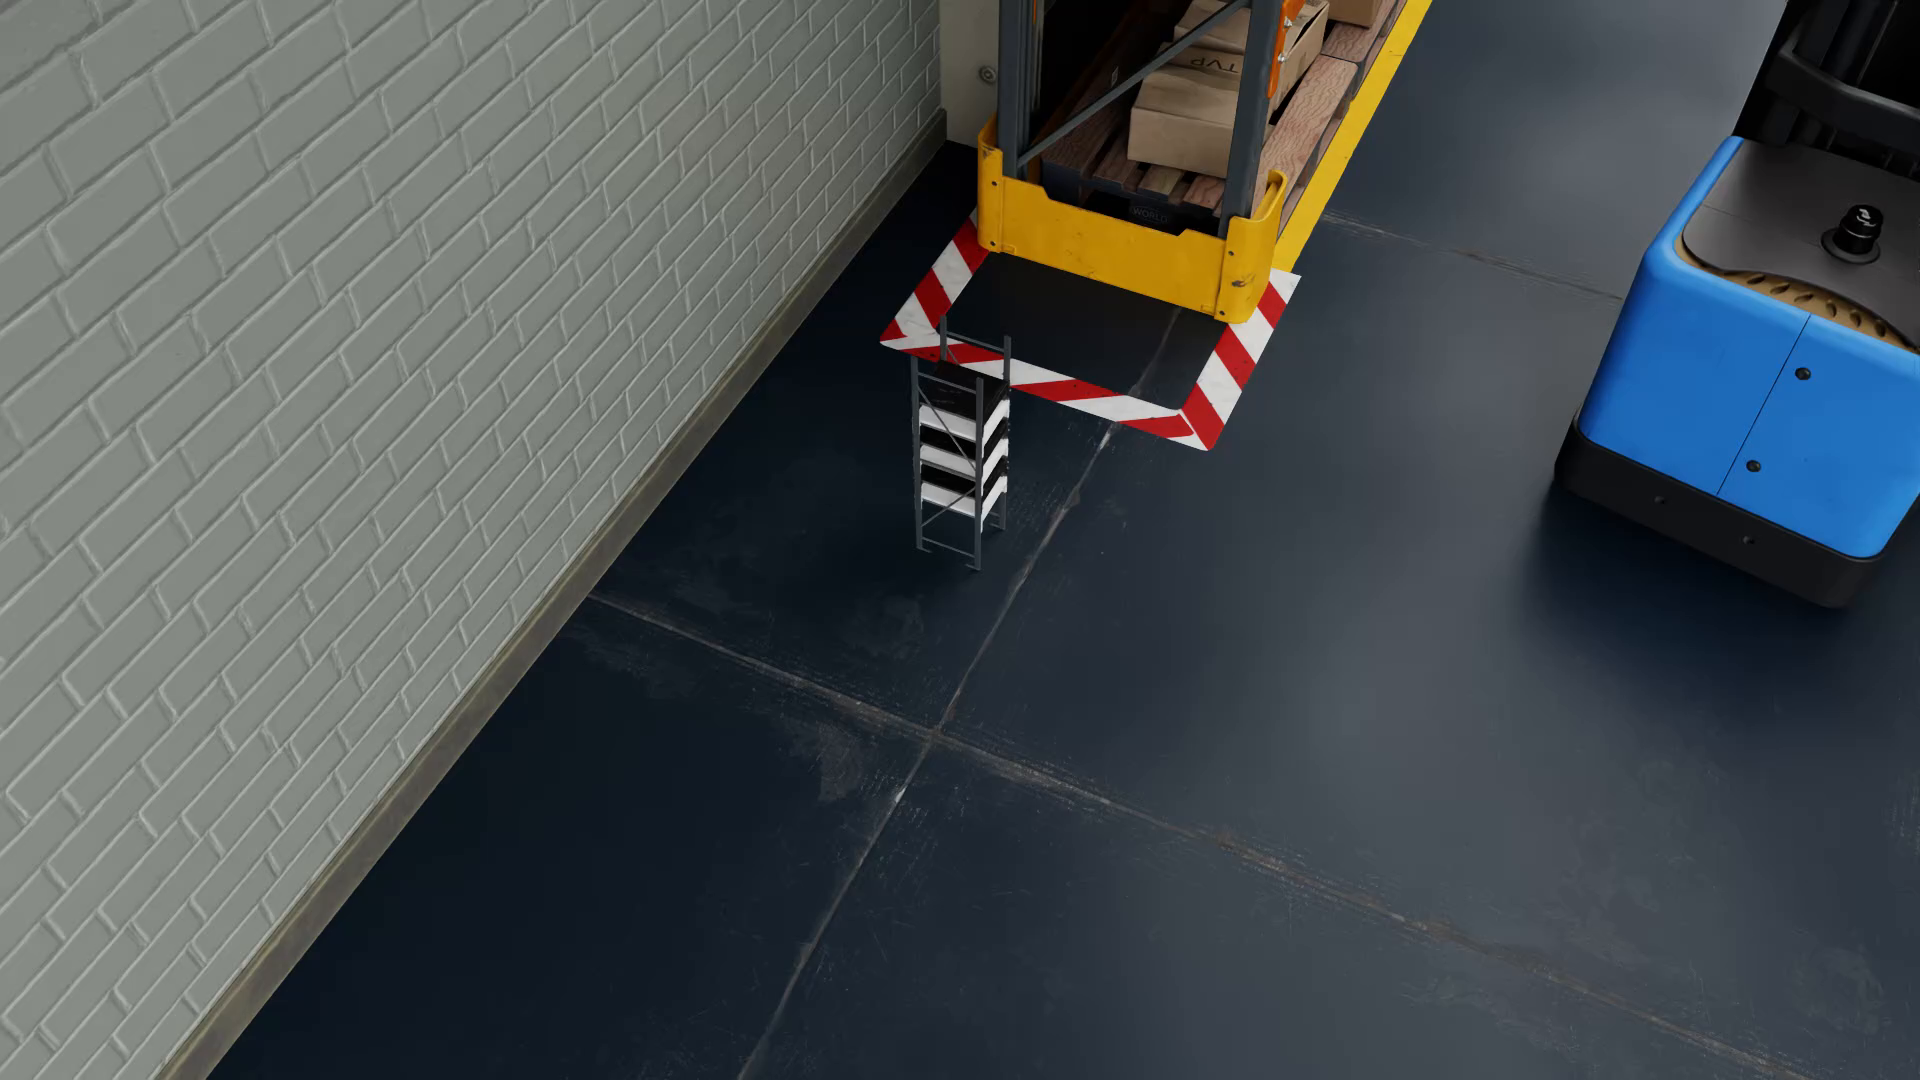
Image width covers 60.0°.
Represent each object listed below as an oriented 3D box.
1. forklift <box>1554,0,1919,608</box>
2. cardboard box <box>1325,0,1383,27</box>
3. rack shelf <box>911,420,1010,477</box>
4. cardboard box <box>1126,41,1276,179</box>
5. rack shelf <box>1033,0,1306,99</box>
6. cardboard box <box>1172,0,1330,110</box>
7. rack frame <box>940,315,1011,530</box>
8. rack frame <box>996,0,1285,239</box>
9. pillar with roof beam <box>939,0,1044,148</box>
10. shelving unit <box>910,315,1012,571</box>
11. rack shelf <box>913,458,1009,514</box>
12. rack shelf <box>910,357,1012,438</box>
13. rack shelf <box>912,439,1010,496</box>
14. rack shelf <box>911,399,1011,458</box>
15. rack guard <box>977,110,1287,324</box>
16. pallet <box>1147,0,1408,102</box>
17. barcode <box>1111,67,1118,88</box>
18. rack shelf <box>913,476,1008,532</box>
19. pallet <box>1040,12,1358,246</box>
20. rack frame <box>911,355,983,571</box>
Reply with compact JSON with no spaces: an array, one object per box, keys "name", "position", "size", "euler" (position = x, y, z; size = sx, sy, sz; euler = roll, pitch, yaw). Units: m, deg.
[{"name":"forklift","position":[3.363,-1.816,5.371],"size":[1.130,2.935,3.031],"euler":[29,55,22]},{"name":"cardboard box","position":[1.596,-2.712,7.441],"size":[0.700,0.500,0.500],"euler":[17,52,14]},{"name":"rack shelf","position":[0.003,-0.334,5.369],"size":[0.258,0.077,0.200],"euler":[20,52,16]},{"name":"cardboard box","position":[0.994,-1.770,6.763],"size":[0.500,0.311,0.500],"euler":[14,51,12]},{"name":"rack shelf","position":[1.471,-3.195,6.972],"size":[1.077,0.370,4.000],"euler":[20,52,16]},{"name":"cardboard box","position":[1.237,-2.162,7.097],"size":[0.500,0.311,0.500],"euler":[24,54,19]},{"name":"rack frame","position":[0.047,-0.367,5.472],"size":[0.240,0.900,0.006],"euler":[20,52,16]},{"name":"rack frame","position":[0.617,-2.051,5.526],"size":[1.000,3.000,0.127],"euler":[20,52,16]},{"name":"pillar with roof beam","position":[4.026,-3.358,2.699],"size":[9.100,9.000,0.400],"euler":[20,52,16]},{"name":"shelving unit","position":[0.003,-0.297,5.412],"size":[0.258,0.900,0.210],"euler":[20,52,16]},{"name":"rack shelf","position":[0.003,-0.217,5.506],"size":[0.258,0.077,0.200],"euler":[20,52,16]},{"name":"rack shelf","position":[0.003,-0.451,5.232],"size":[0.258,0.077,0.200],"euler":[20,52,16]},{"name":"rack shelf","position":[0.003,-0.276,5.437],"size":[0.258,0.077,0.200],"euler":[20,52,16]},{"name":"rack shelf","position":[0.003,-0.392,5.300],"size":[0.258,0.077,0.200],"euler":[20,52,16]},{"name":"rack guard","position":[0.649,-1.293,6.522],"size":[1.175,0.500,0.348],"euler":[20,52,16]},{"name":"pallet","position":[1.551,-2.585,7.811],"size":[1.003,0.211,1.213],"euler":[20,52,16]},{"name":"barcode","position":[0.640,-1.915,6.881],"size":[0.001,0.075,0.075],"euler":[20,52,16]},{"name":"rack shelf","position":[0.003,-0.159,5.575],"size":[0.258,0.077,0.200],"euler":[20,52,16]},{"name":"pallet","position":[1.028,-1.748,7.099],"size":[1.003,0.211,1.213],"euler":[20,52,16]},{"name":"rack frame","position":[-0.040,-0.227,5.352],"size":[0.240,0.900,0.006],"euler":[20,52,16]}]
